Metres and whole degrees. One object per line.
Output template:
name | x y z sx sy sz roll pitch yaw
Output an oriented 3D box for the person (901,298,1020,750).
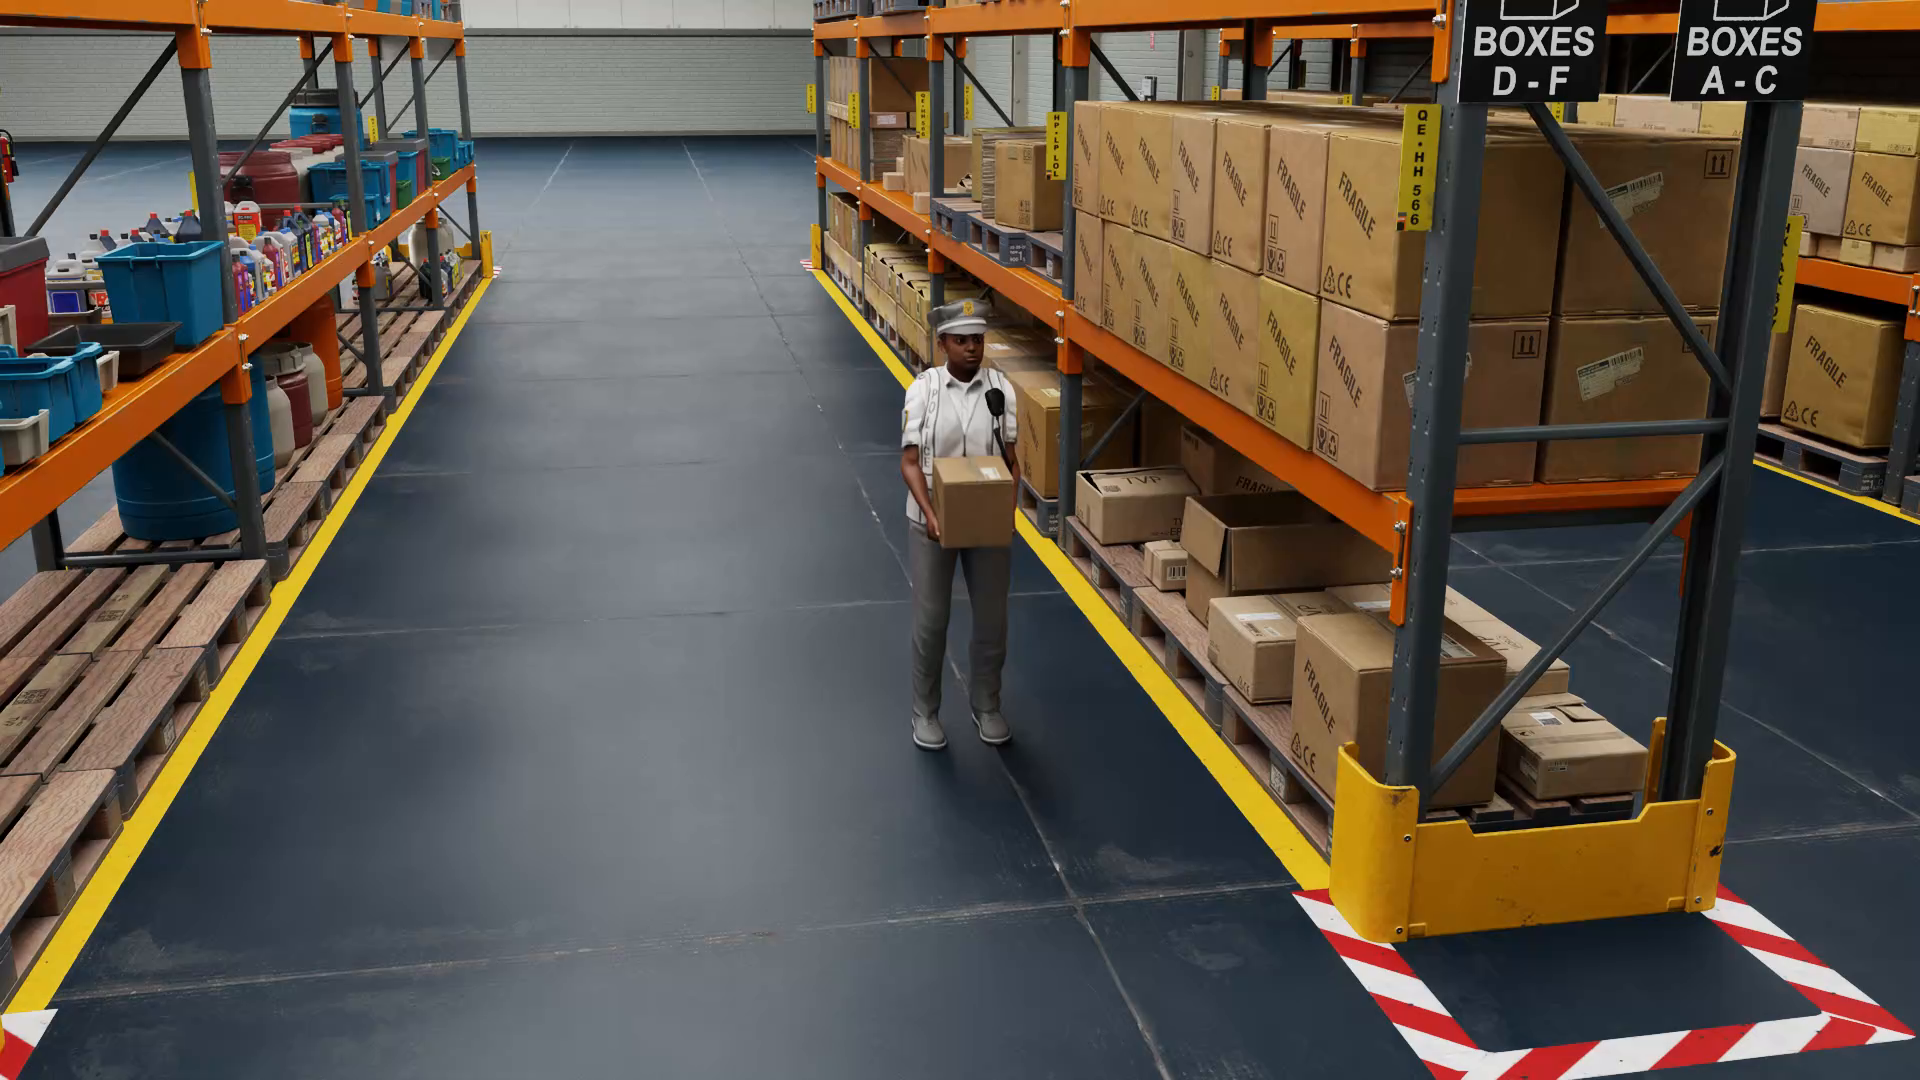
person | 0.010 -0.041 6.136 0.451 1.688 0.531 -3 17 -9
